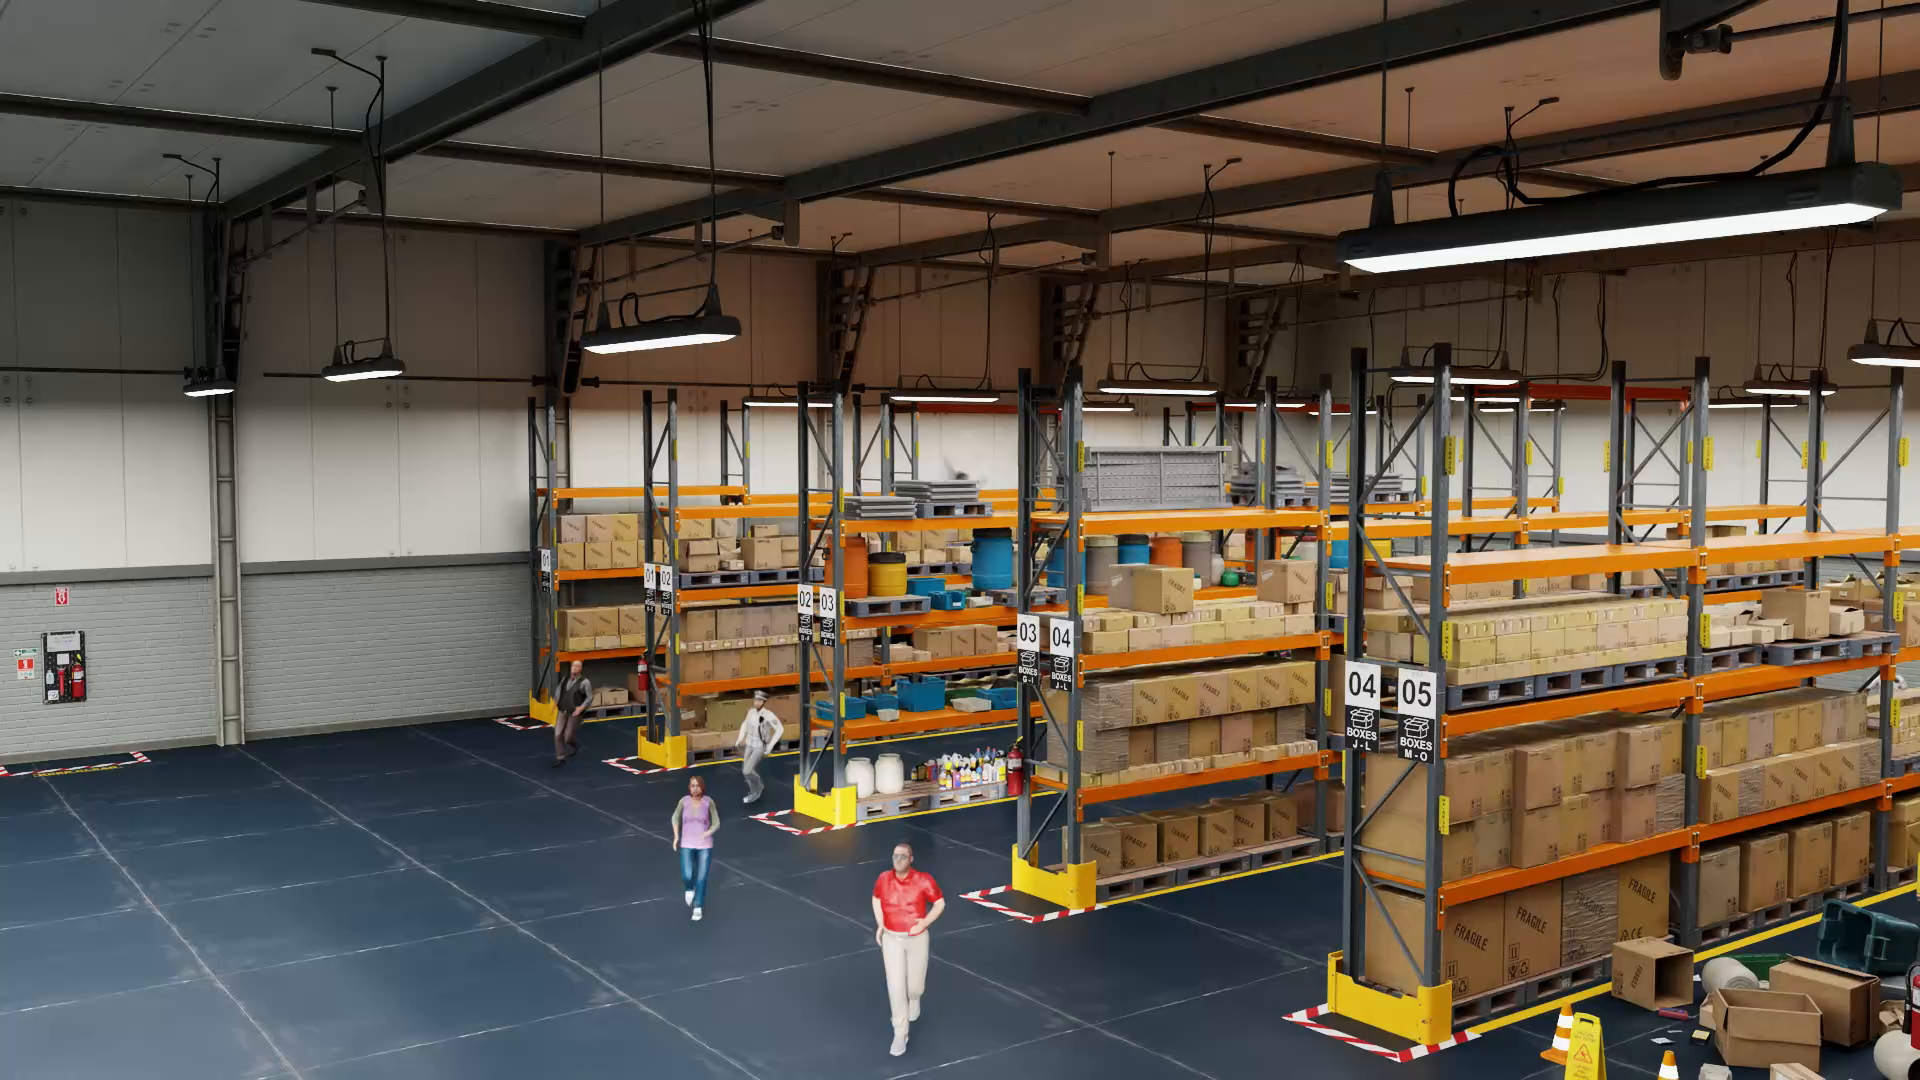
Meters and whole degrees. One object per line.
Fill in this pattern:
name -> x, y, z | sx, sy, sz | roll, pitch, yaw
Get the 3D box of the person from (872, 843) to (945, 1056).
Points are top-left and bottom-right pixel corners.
person -> -0.457, 3.471, 14.362 | 0.654, 1.730, 0.821 | 0, 3, 7

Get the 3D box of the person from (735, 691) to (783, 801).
person -> -2.896, 2.948, 23.666 | 0.675, 1.635, 0.533 | 3, 4, 38

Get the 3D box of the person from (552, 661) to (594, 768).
person -> -6.205, 2.771, 26.593 | 0.707, 1.682, 0.657 | 1, 4, 16

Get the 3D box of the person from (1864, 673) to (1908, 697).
person -> 15.138, 2.756, 27.057 | 0.624, 1.701, 0.617 | 0, 3, 2

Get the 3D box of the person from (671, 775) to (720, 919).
person -> -2.859, 3.329, 17.963 | 0.536, 1.560, 0.496 | 0, 3, -5
